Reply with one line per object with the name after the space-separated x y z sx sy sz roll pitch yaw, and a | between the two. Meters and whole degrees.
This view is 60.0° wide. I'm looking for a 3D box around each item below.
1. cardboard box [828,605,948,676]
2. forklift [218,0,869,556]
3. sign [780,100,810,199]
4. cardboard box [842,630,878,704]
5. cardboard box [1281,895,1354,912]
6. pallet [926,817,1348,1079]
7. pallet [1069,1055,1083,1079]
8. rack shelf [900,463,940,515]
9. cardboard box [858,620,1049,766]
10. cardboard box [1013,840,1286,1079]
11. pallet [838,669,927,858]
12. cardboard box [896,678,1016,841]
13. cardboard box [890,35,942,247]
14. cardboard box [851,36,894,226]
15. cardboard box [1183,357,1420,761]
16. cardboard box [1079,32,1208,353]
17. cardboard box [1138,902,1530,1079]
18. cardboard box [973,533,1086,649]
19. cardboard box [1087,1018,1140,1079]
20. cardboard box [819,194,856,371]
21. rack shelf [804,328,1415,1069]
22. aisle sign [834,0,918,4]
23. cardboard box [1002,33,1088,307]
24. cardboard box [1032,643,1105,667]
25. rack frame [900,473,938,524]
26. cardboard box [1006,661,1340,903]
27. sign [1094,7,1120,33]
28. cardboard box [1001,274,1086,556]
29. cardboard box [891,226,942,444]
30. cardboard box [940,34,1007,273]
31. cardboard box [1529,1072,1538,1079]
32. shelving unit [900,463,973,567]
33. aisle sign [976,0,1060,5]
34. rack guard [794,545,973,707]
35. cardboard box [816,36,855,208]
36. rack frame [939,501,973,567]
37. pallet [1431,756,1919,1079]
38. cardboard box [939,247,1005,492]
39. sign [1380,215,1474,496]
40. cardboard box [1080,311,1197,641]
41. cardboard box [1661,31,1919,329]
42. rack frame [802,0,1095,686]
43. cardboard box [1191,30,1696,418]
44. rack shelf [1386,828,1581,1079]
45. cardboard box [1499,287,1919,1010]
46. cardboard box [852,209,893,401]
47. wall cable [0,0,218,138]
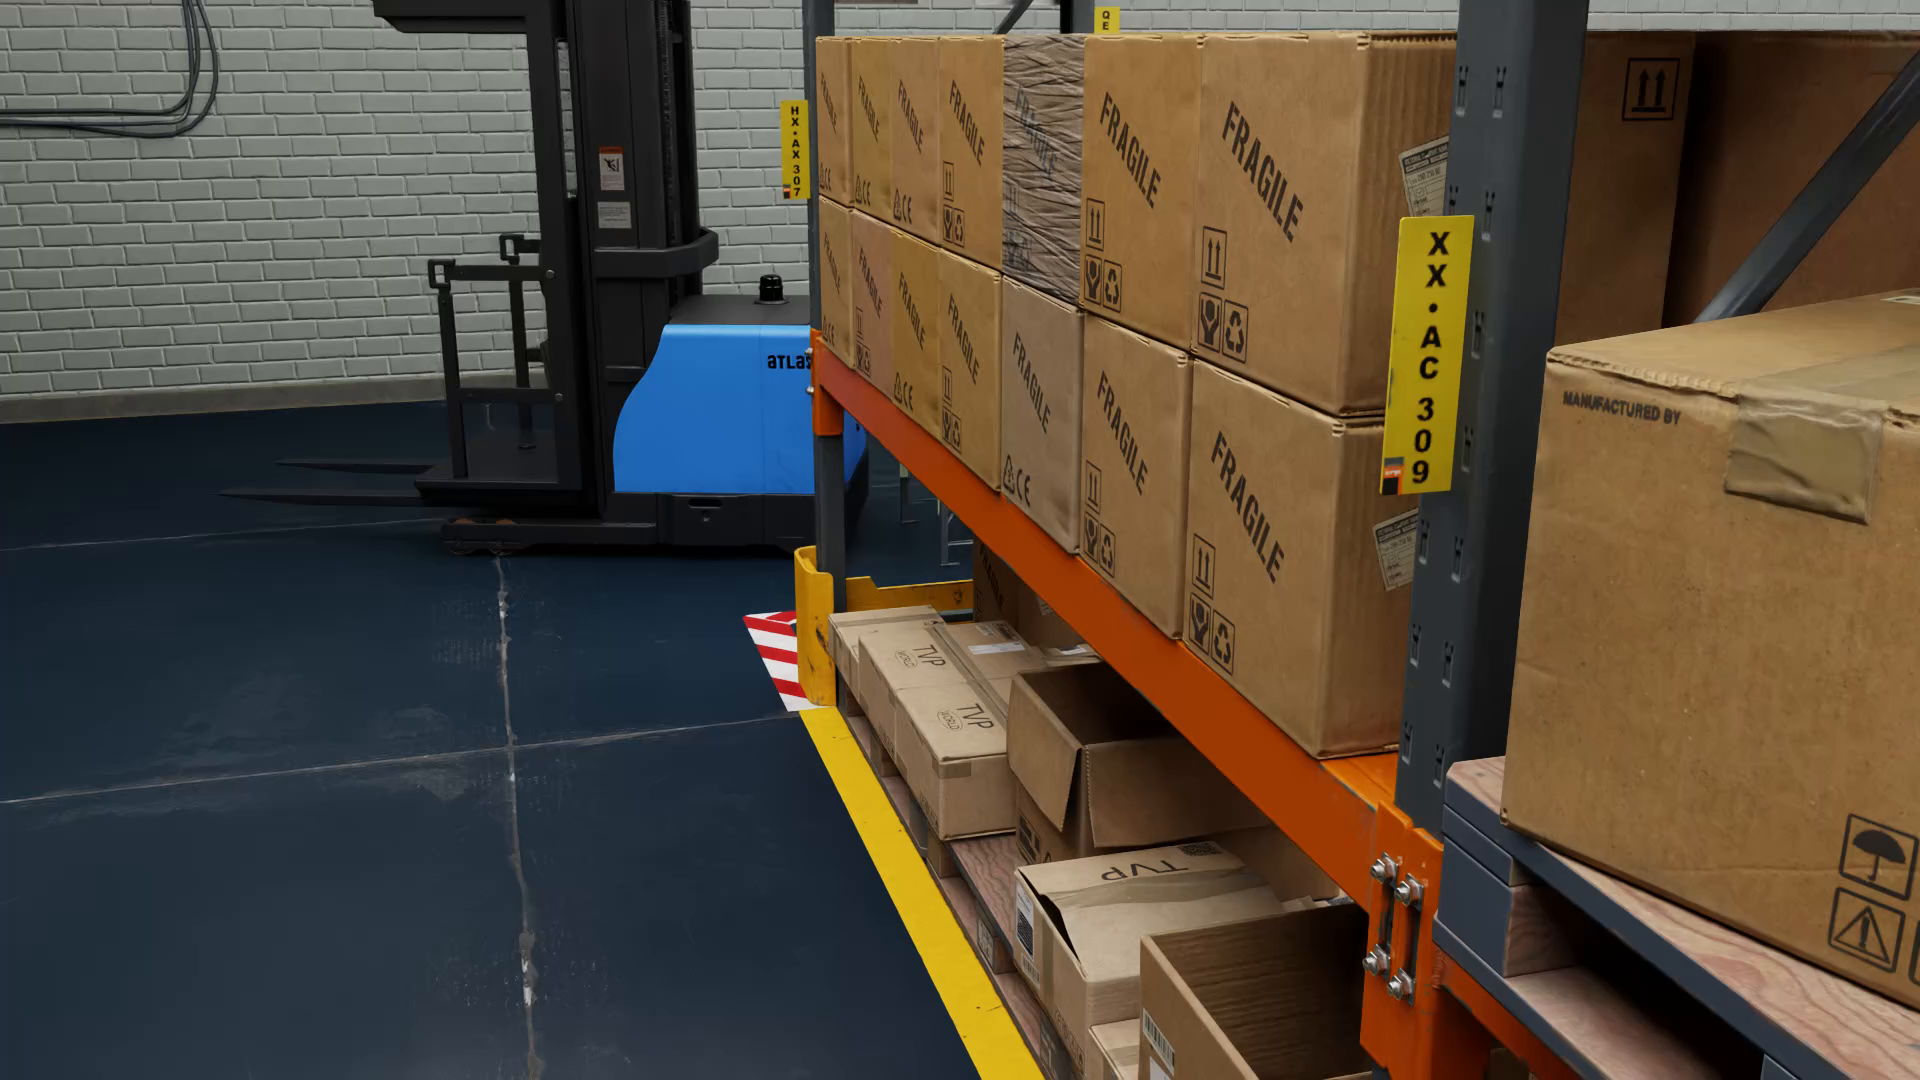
-0.248 0.348 5.770 0.380 0.149 0.250 -5 17 -15 | cardboard box
-2.002 -1.481 7.787 3.031 2.935 1.130 1 17 3 | forklift
-0.554 -1.321 5.632 0.100 0.325 0.005 -5 17 -15 | sign
-0.179 0.409 5.537 0.380 0.166 0.250 -5 17 -15 | cardboard box
0.912 0.931 3.797 0.380 0.166 0.250 -5 17 -15 | cardboard box
0.540 0.964 4.375 1.003 0.211 1.213 -5 17 -15 | pallet
0.879 1.302 3.250 1.003 0.211 1.213 -5 17 -15 | pallet
0.002 -0.404 7.824 0.431 0.370 0.720 -5 17 -15 | rack shelf
-0.018 0.468 5.196 0.500 0.250 0.500 -5 17 -15 | cardboard box
0.432 0.891 3.680 0.500 0.311 0.500 -5 17 -15 | cardboard box
0.209 0.628 5.496 1.003 0.211 1.213 -5 17 -15 | pallet
0.119 0.606 4.735 0.500 0.250 0.500 -5 17 -15 | cardboard box
0.120 -1.050 4.322 0.500 0.500 0.500 -4 17 -14 | cardboard box
-0.013 -1.189 4.784 0.500 0.500 0.500 -5 17 -15 | cardboard box
0.683 -0.009 2.594 0.500 0.500 0.500 -4 17 -14 | cardboard box
0.536 -0.631 2.926 0.500 0.500 0.500 -5 17 -16 | cardboard box
0.638 1.008 2.962 0.500 0.500 0.500 -5 17 -15 | cardboard box
0.354 0.168 5.760 0.500 0.500 0.500 -5 17 -15 | cardboard box
0.477 1.077 3.342 0.380 0.149 0.250 -5 17 -15 | cardboard box
-0.164 -0.854 5.407 0.500 0.500 0.500 -4 17 -14 | cardboard box
0.517 -0.052 4.161 1.077 0.370 4.000 -5 17 -15 | rack shelf
-0.333 -2.190 5.511 0.394 0.787 0.004 -5 17 -15 | aisle sign
0.397 -0.770 3.390 0.500 0.500 0.500 -5 17 -15 | cardboard box
0.379 0.447 5.411 0.380 0.166 0.250 -5 17 -15 | cardboard box
-0.099 -0.818 8.067 0.400 1.500 0.023 -5 17 -15 | rack frame
0.546 0.622 4.240 0.797 0.503 0.637 -5 17 -15 | cardboard box
0.507 -1.694 5.815 0.100 0.325 0.005 -5 17 -15 | sign
0.397 -0.293 3.541 0.500 0.500 0.500 -4 17 -14 | cardboard box
0.118 -0.572 4.470 0.500 0.500 0.500 -5 17 -15 | cardboard box
0.260 -0.909 3.854 0.500 0.500 0.500 -5 17 -16 | cardboard box
1.160 1.101 2.983 0.500 0.311 0.500 -5 17 -15 | cardboard box
0.002 -0.716 7.730 0.431 1.500 0.755 -5 17 -15 | shelving unit
0.243 -2.238 5.669 0.394 0.787 0.004 -5 17 -15 | aisle sign
-0.011 0.269 6.189 1.175 0.500 0.348 -5 17 -15 | rack guard
-0.164 -1.333 5.263 0.500 0.500 0.500 -4 17 -14 | cardboard box
0.102 -0.615 7.393 0.400 1.500 0.023 -5 17 -15 | rack frame
1.182 0.478 1.479 1.003 0.211 1.213 -5 17 -15 | pallet
0.254 -0.434 4.009 0.500 0.500 0.500 -4 17 -15 | cardboard box
0.547 -0.213 1.941 0.100 0.325 0.005 -5 17 -15 | sign
0.540 -0.151 3.069 0.500 0.500 0.500 -4 17 -14 | cardboard box
1.208 -0.522 2.565 0.500 0.500 0.500 -4 17 -14 | cardboard box
-0.032 -0.950 5.899 1.000 3.000 0.127 -5 17 -15 | rack frame
0.679 -0.489 2.455 0.500 0.500 0.500 -5 17 -15 | cardboard box
1.617 1.055 0.478 1.077 0.370 4.000 -5 17 -15 | rack shelf
0.982 0.057 1.646 0.700 0.500 0.500 -12 20 -34 | cardboard box
-0.017 -0.712 4.933 0.500 0.500 0.500 -5 17 -16 | cardboard box
-6.005 -3.536 9.478 3.097 2.526 0.112 -5 17 -15 | wall cable
